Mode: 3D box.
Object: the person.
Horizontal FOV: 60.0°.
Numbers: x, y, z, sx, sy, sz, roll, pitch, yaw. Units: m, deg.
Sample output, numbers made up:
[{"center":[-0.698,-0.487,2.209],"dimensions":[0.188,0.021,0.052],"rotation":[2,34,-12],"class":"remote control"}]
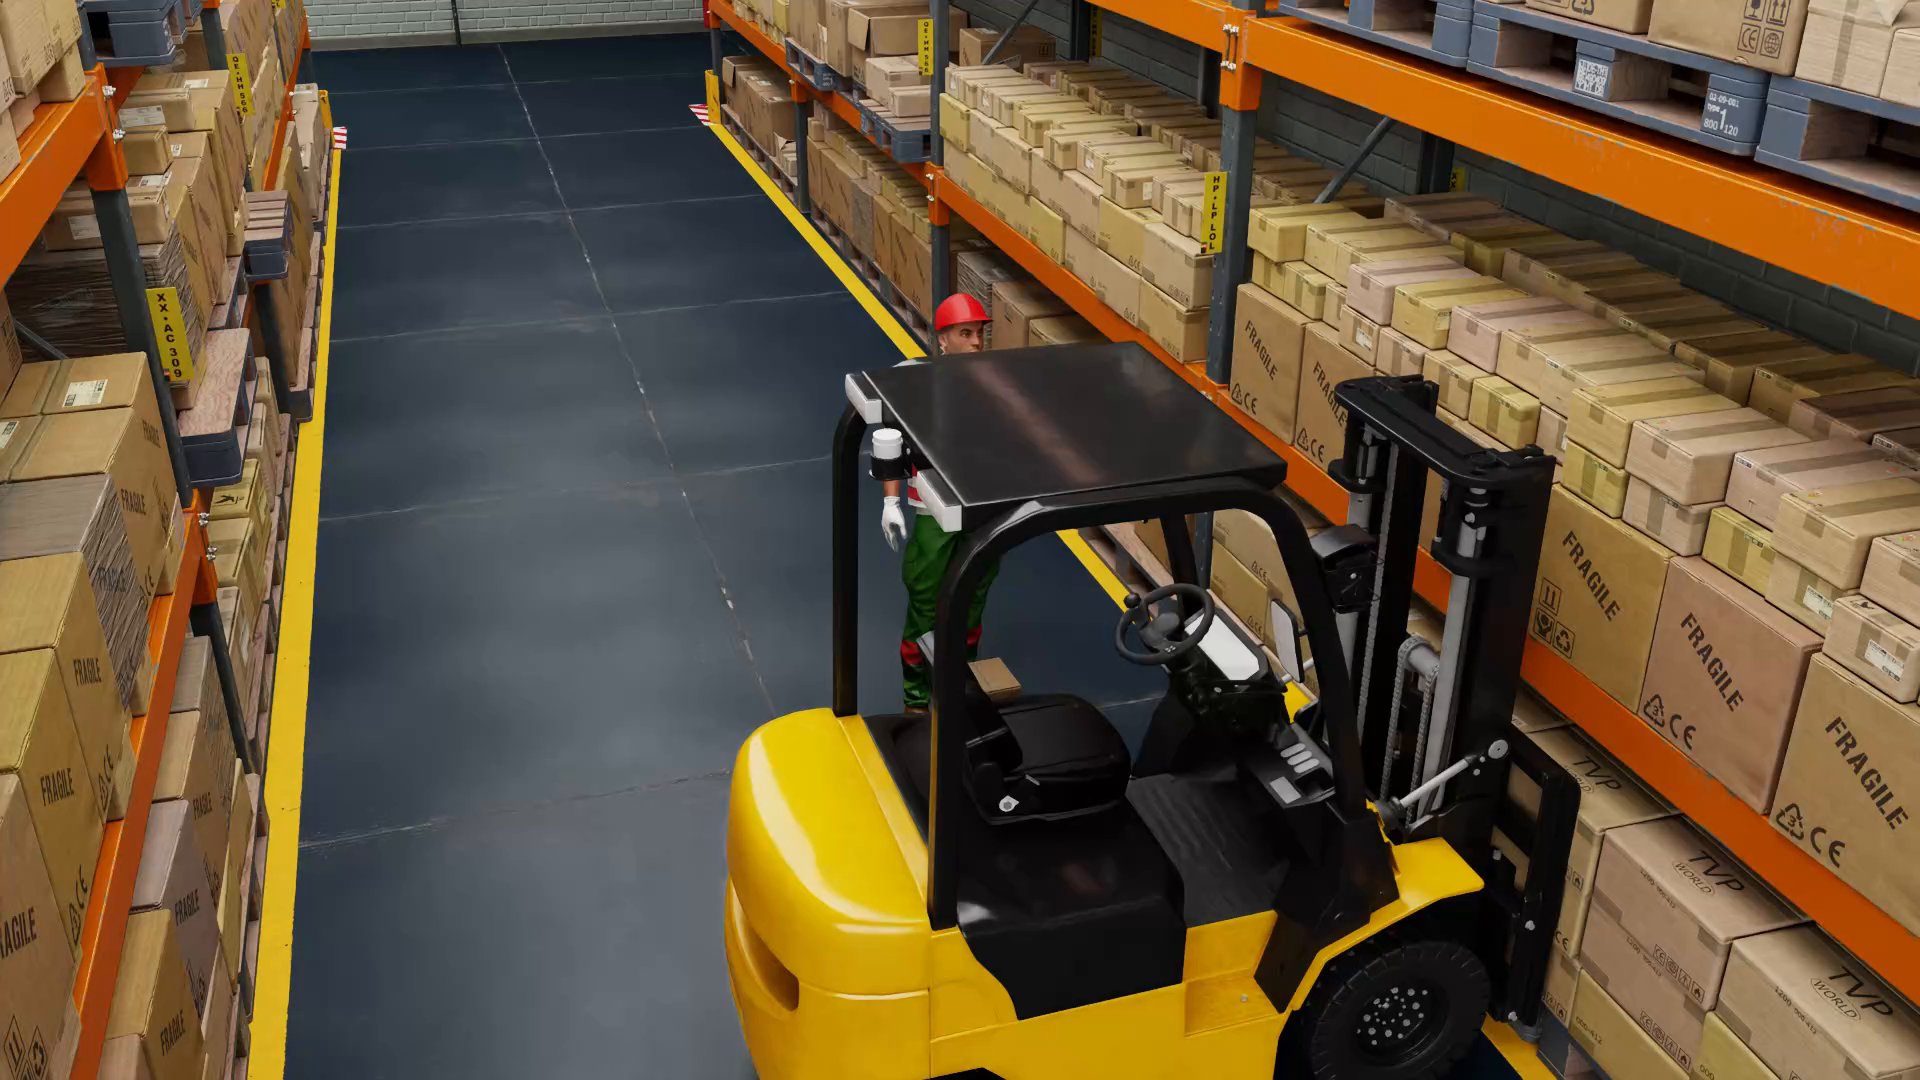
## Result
[{"center":[0.002,-0.096,6.762],"dimensions":[0.638,1.787,0.564],"rotation":[-8,27,-16],"class":"person"}]
